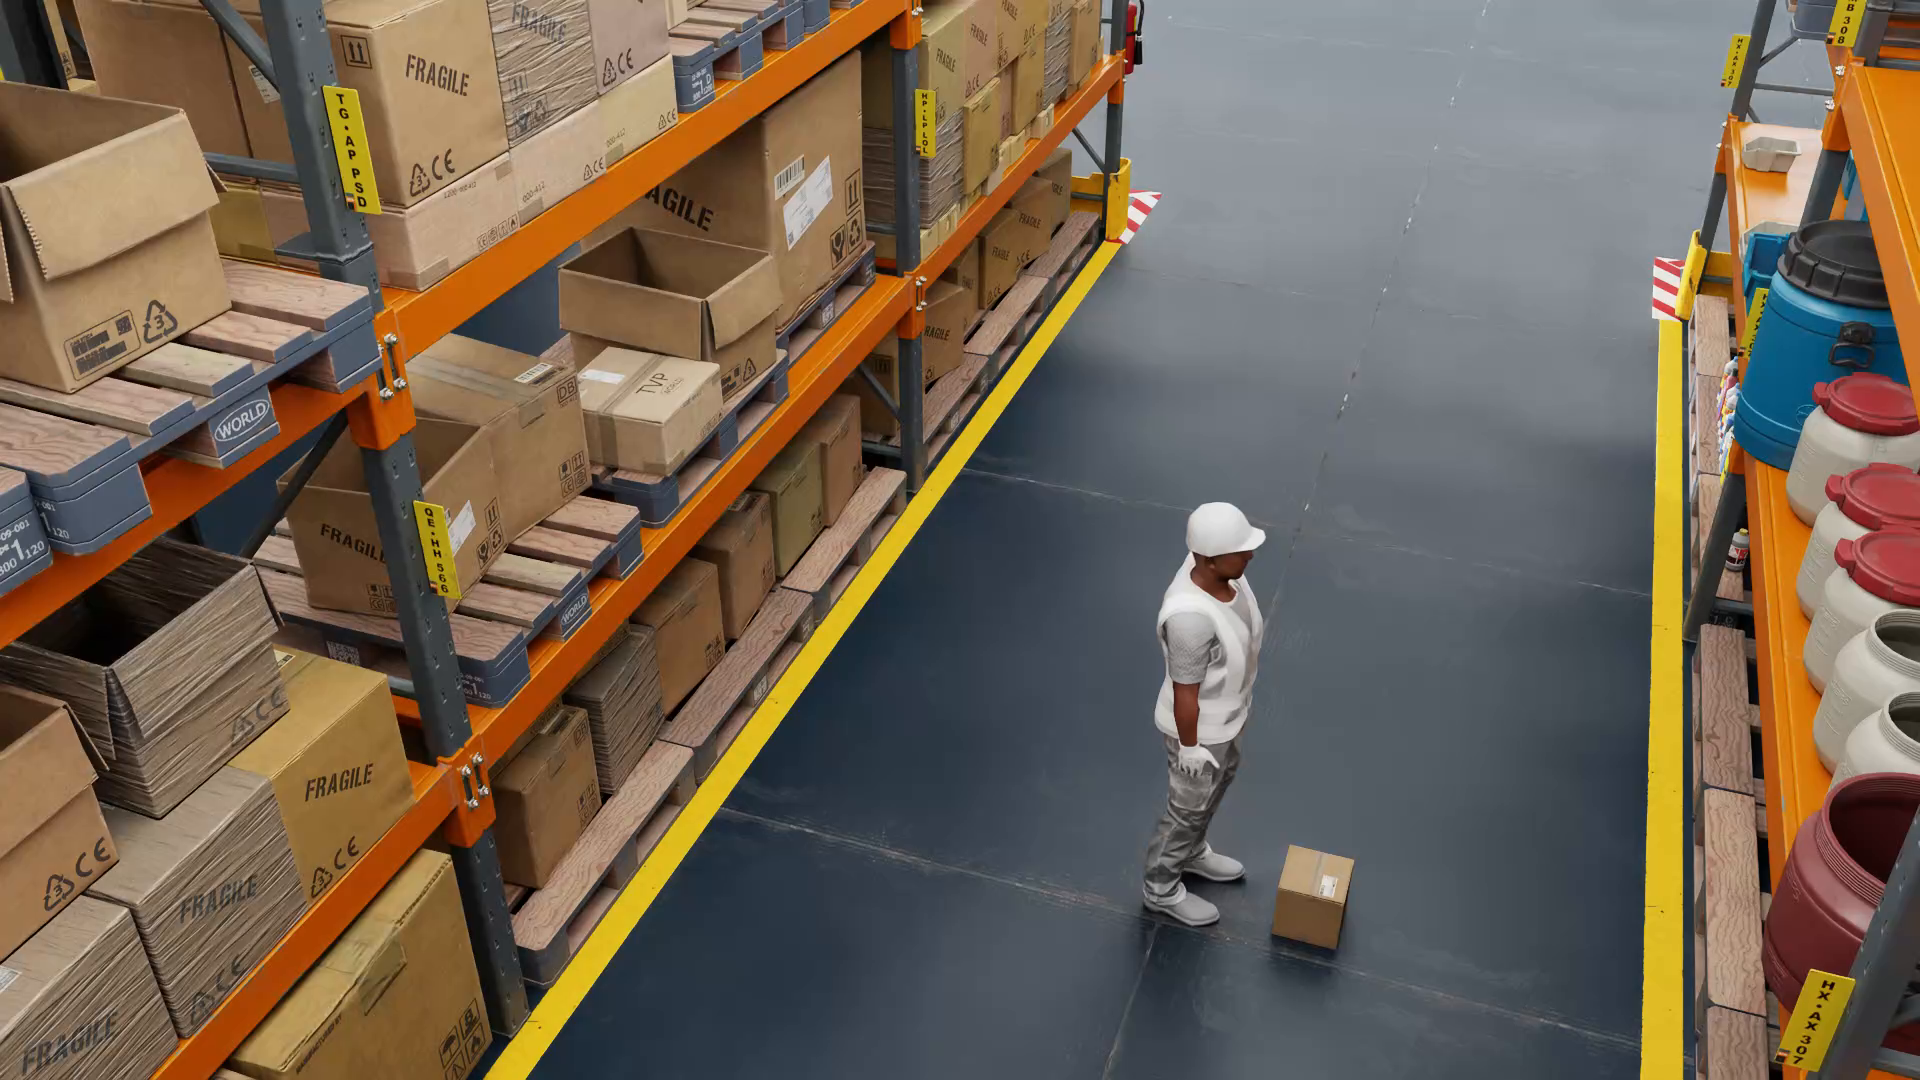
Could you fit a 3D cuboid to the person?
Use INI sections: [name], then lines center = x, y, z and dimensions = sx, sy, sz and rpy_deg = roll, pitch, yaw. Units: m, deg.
[person]
center = 0.916, 0.638, 6.138
dimensions = 0.380, 1.783, 0.546
rpy_deg = 12, 35, 17
